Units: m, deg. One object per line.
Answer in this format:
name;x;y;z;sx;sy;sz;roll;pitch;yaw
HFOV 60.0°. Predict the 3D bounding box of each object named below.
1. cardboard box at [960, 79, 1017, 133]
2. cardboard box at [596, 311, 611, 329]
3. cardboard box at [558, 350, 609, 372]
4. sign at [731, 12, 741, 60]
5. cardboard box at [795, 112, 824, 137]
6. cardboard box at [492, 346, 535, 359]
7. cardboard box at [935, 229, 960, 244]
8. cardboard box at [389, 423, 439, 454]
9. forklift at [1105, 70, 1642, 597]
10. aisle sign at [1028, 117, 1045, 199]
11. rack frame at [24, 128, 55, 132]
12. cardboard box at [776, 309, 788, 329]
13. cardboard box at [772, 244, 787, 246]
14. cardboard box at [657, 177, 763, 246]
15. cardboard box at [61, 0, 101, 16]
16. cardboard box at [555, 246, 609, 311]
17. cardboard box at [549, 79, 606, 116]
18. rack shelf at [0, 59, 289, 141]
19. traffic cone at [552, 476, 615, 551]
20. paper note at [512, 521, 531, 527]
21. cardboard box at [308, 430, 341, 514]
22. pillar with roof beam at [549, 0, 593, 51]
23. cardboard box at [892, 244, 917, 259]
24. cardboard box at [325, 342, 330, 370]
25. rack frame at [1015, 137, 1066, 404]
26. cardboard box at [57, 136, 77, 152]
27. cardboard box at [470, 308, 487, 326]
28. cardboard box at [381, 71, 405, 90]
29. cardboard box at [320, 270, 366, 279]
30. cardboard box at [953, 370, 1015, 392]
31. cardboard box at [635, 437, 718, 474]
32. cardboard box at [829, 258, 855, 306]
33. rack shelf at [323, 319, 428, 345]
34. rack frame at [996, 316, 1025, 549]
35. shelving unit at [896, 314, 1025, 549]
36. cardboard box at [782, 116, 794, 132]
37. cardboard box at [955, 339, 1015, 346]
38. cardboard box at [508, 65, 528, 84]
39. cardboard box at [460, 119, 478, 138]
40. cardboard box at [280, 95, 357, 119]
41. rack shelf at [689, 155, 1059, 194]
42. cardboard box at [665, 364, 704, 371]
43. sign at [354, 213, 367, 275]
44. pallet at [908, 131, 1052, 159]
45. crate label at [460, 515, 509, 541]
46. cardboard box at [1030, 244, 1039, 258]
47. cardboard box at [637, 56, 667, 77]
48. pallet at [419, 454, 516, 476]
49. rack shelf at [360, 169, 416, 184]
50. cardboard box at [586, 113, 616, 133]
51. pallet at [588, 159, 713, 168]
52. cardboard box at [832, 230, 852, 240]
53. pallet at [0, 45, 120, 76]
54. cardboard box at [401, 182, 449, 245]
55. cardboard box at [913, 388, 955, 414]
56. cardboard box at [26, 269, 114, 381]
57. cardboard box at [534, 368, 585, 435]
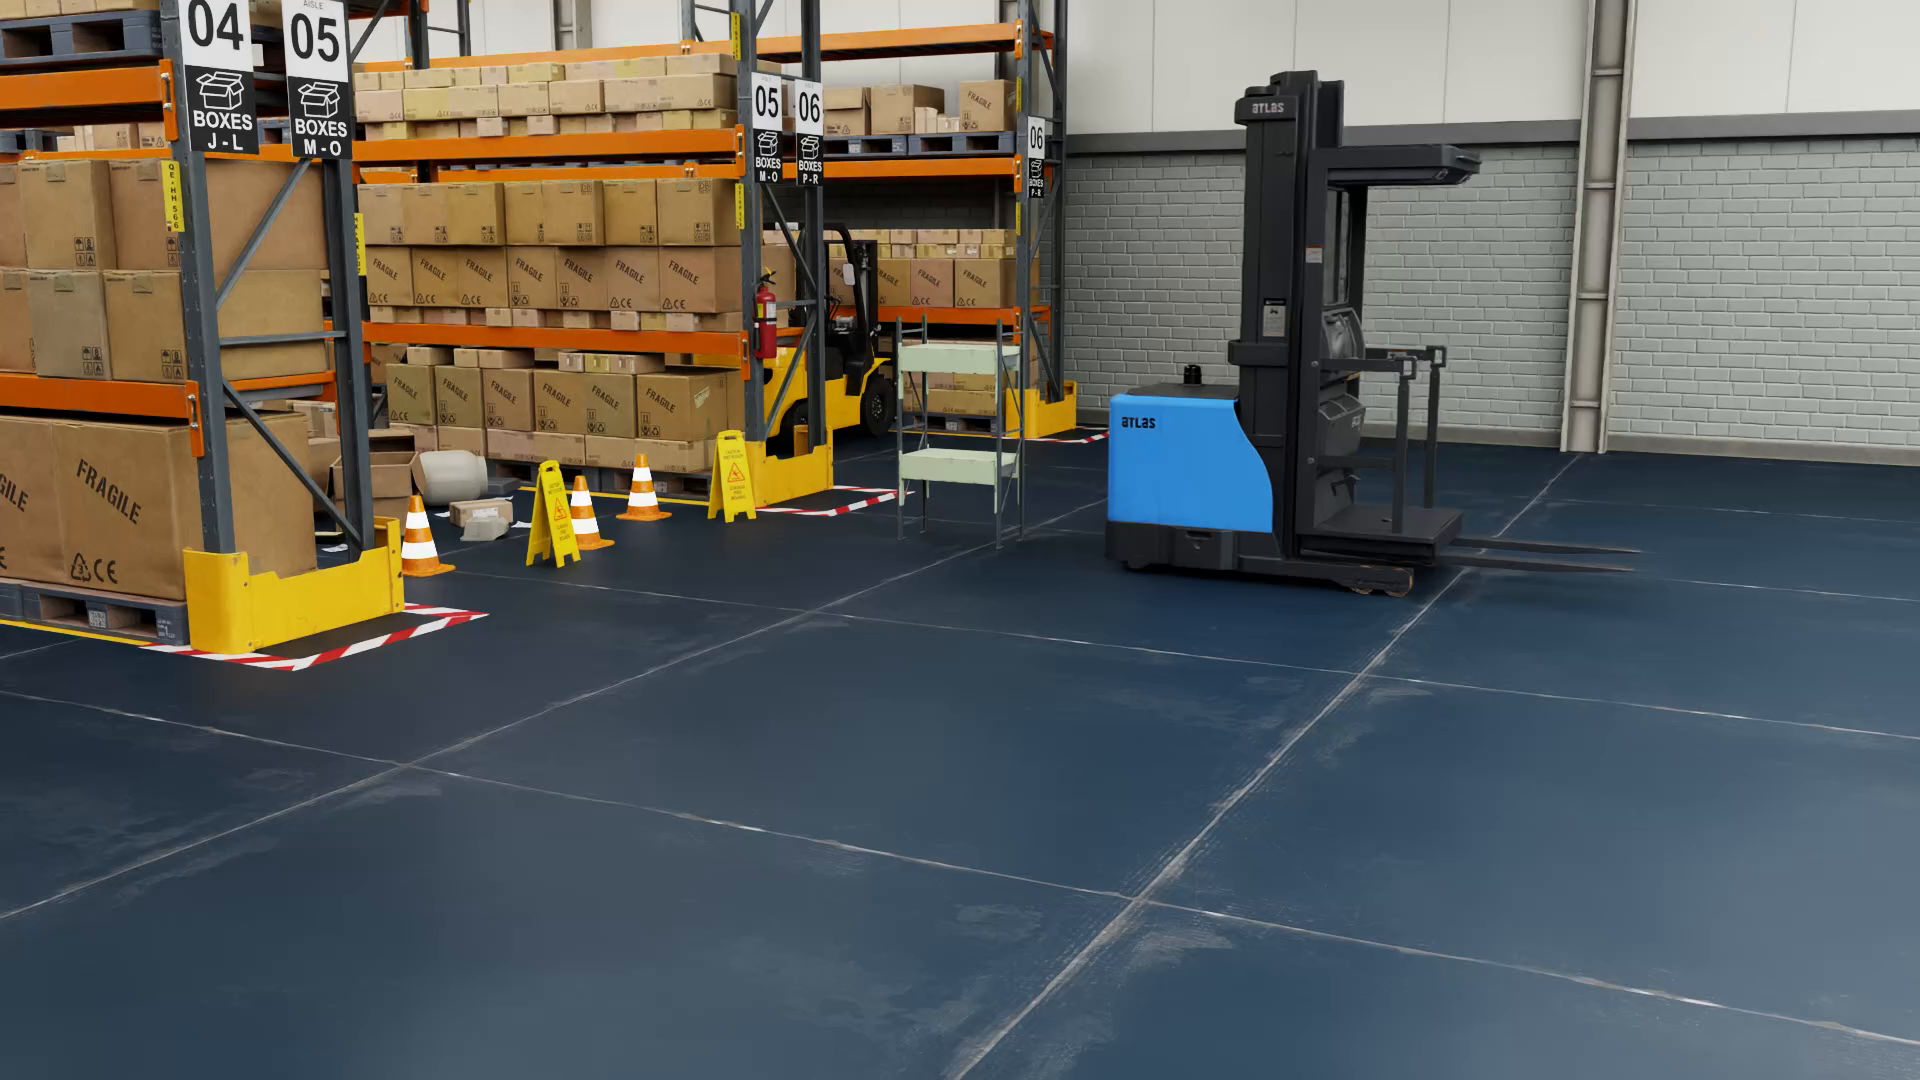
cardboard box;0.332;-4.387;16.886;0.500;0.500;0.500;5;12;28
cardboard box;-2.694;-1.773;13.310;0.250;0.149;0.380;5;11;27
cardboard box;-3.008;-1.440;13.380;0.250;0.149;0.380;6;12;28
sign;-1.619;-3.642;12.022;0.005;0.325;0.100;5;11;26
cardboard box;-1.553;-4.426;17.757;0.258;0.266;0.396;5;11;24
cardboard box;-5.194;-2.177;20.327;0.625;0.625;0.875;5;12;28
cardboard box;-0.059;-3.151;17.278;0.250;0.149;0.380;5;12;27
cardboard box;-4.533;-0.897;14.303;0.500;0.250;0.500;4;11;23
forklift;2.448;-1.225;9.771;3.031;2.935;1.130;5;11;25
aisle sign;0.766;-3.838;16.712;0.004;0.787;0.394;5;11;26
rack frame;-8.530;-5.400;15.798;0.127;3.000;1.000;5;11;26
cardboard box;-1.569;-1.754;13.202;0.250;0.149;0.380;5;11;26
cardboard box;-1.913;-3.159;18.162;0.250;0.149;0.380;5;12;27
cardboard box;-1.910;-2.510;12.755;0.500;0.500;0.700;5;11;24
cardboard box;-4.129;-2.619;8.102;0.250;0.149;0.380;5;11;26
cardboard box;-2.858;-2.092;13.250;0.500;0.500;0.500;5;11;26
cardboard box;-2.852;-3.443;12.996;0.500;0.250;0.500;5;12;27
rack shelf;-5.249;-2.298;9.105;4.000;0.370;1.077;5;11;26
traffic cone;-2.498;-0.193;10.996;0.334;0.463;0.336;5;11;26
paper note;-3.084;-0.113;11.769;0.142;0.019;0.148;1;10;6
cardboard box;-4.893;-0.462;11.990;0.503;0.637;0.797;5;11;26
pillar with roof beam;-6.674;-5.547;16.609;0.400;9.000;9.100;5;11;26
cardboard box;-0.523;-3.042;17.513;0.250;0.149;0.380;5;11;24
cardboard box;-8.200;-2.336;21.556;0.500;0.500;0.500;5;11;24
rack frame;0.837;-2.610;17.231;0.127;3.000;1.000;5;11;26
cardboard box;-8.323;-3.748;15.800;0.250;0.149;0.380;5;11;26
cardboard box;-3.842;-1.864;13.813;0.250;0.149;0.380;5;11;26
cardboard box;-4.559;-3.785;13.762;0.250;0.149;0.380;5;12;28
cardboard box;-5.459;-2.535;14.517;0.500;0.500;0.500;5;11;25
cardboard box;0.262;-1.698;17.330;0.500;0.250;0.500;5;11;25
cardboard box;-2.221;-0.694;13.182;0.500;0.250;0.500;5;11;26
cardboard box;-1.097;-2.777;17.871;0.500;0.500;0.500;5;11;26
rack shelf;-6.736;-1.936;15.526;4.000;0.370;1.077;5;11;26
rack frame;0.334;-0.709;10.934;0.023;1.500;0.400;5;11;26
shelving unit;0.006;-0.737;11.094;0.755;1.500;0.431;5;11;26
cardboard box;-1.509;-3.248;13.035;0.250;0.149;0.380;5;11;26
cardboard box;0.286;-1.943;17.275;0.500;0.250;0.500;5;12;28
cardboard box;-3.374;-3.691;13.246;0.250;0.149;0.380;5;12;27
cardboard box;-3.849;-3.341;13.550;0.250;0.149;0.380;5;11;24
cardboard box;-5.531;-3.764;14.426;0.500;0.250;0.500;5;11;25
rack shelf;-0.956;-3.890;17.899;4.000;0.370;1.077;5;11;26
cardboard box;-2.449;-1.190;13.819;0.500;0.500;0.500;5;11;24
sign;-3.204;-1.572;8.840;0.005;0.325;0.100;5;11;26
pallet;0.215;-4.103;17.302;1.213;0.211;1.003;5;11;26
crate label;-3.231;-0.085;11.313;0.298;0.136;0.250;-1;10;-4
cardboard box;0.648;-3.047;17.541;0.250;0.149;0.380;5;11;24
cardboard box;-2.241;-3.585;12.661;0.250;0.149;0.380;5;11;25
pallet;-4.325;-0.713;14.578;1.213;0.211;1.003;5;11;26
rack shelf;-8.131;-4.520;21.382;4.000;0.370;1.077;5;11;26
cardboard box;-2.702;-3.237;12.974;0.250;0.149;0.380;5;11;25
pallet;-3.547;-4.375;19.095;1.217;0.209;0.805;5;11;24
cardboard box;-1.174;-3.262;17.895;0.250;0.149;0.380;5;11;26
pallet;-5.223;-2.604;9.022;1.213;0.211;1.003;5;11;26
cardboard box;-4.196;-2.707;13.842;0.500;0.500;0.700;5;11;26
cardboard box;-0.166;-1.491;17.589;0.500;0.250;0.500;5;11;26
cardboard box;-4.311;-1.155;8.766;0.550;0.550;0.875;5;11;26
cardboard box;-3.109;-1.143;13.559;0.500;0.500;0.500;5;11;24
